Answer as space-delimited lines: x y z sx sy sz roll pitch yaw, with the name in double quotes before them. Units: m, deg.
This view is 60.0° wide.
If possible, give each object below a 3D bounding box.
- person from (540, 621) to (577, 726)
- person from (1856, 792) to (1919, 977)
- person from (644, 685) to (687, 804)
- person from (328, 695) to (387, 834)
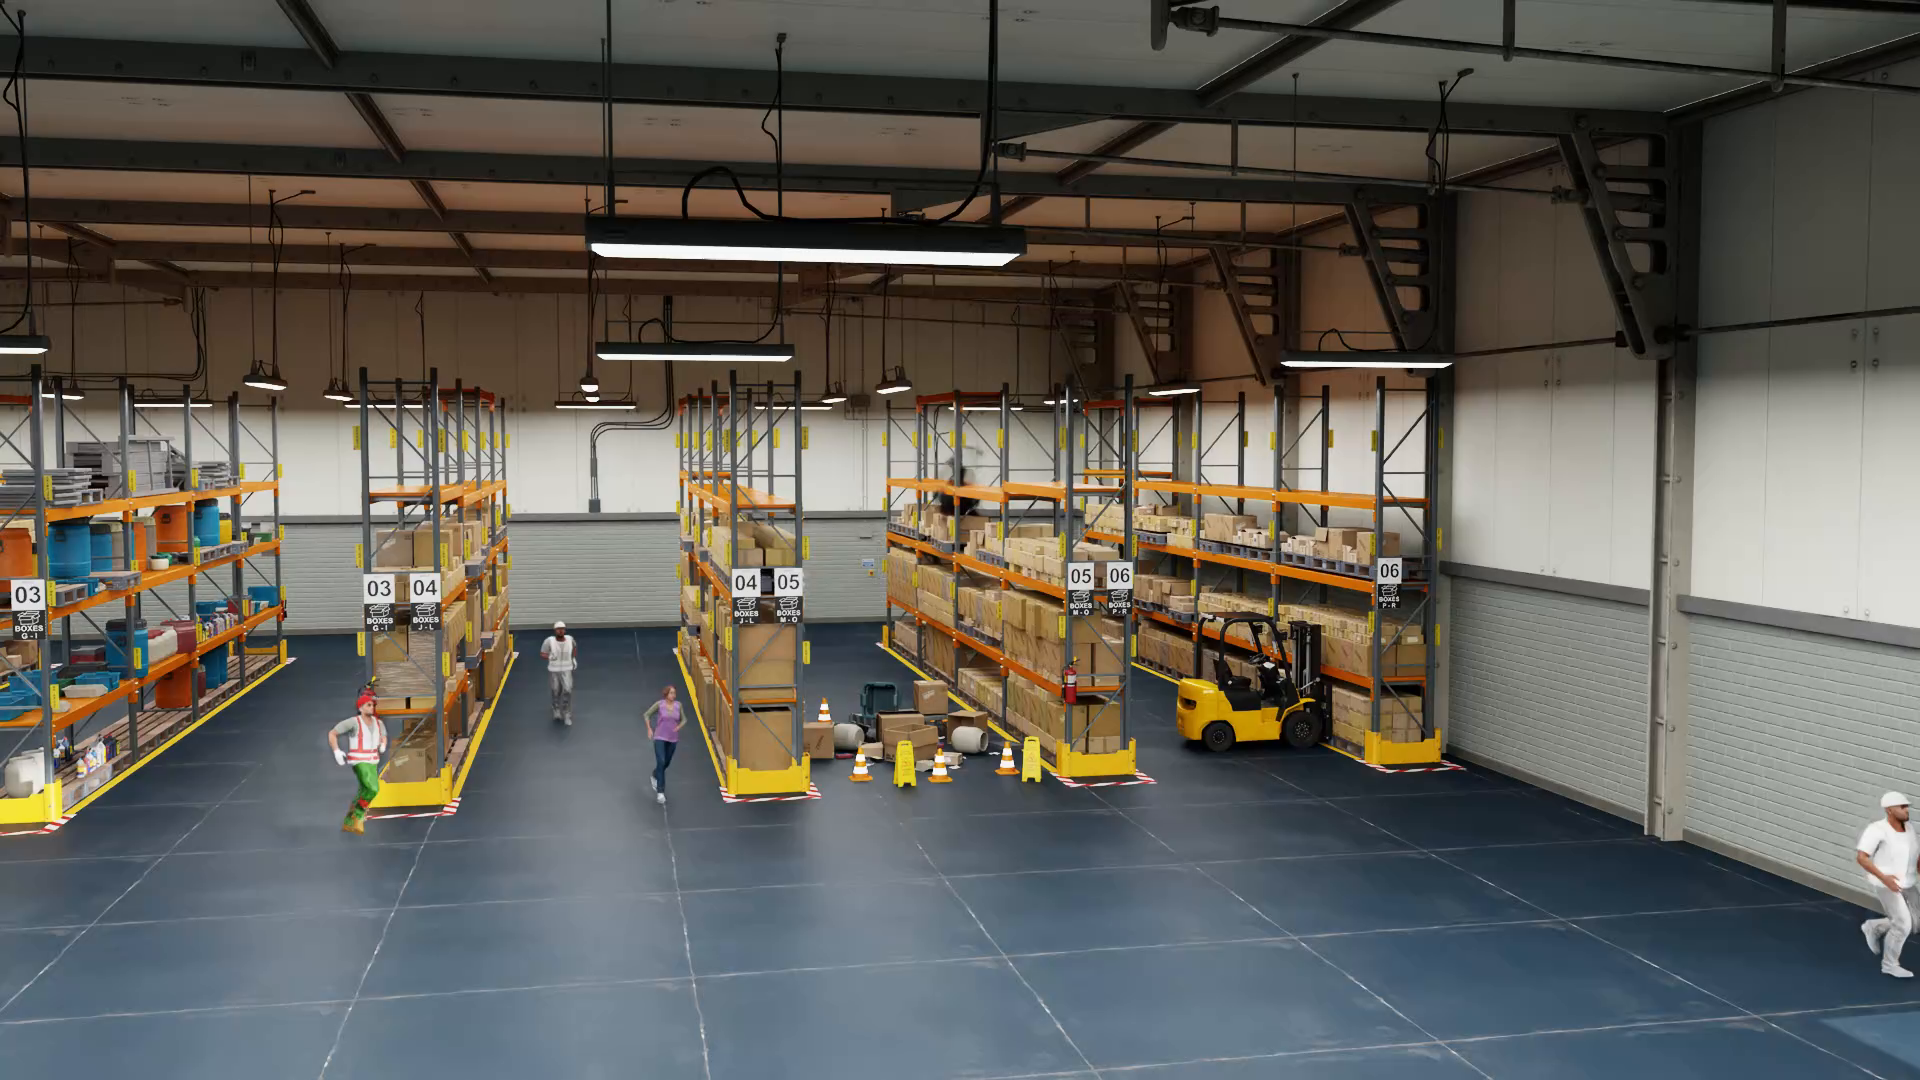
"person" -7.114 2.355 29.526 0.660 1.839 0.813 -1 4 -18
"person" 8.725 3.209 15.640 0.749 1.723 0.623 -1 4 -23
"person" -4.128 2.825 23.375 0.572 1.600 0.831 -2 4 -27
"person" -7.579 2.850 21.210 0.649 1.731 0.689 2 4 24
